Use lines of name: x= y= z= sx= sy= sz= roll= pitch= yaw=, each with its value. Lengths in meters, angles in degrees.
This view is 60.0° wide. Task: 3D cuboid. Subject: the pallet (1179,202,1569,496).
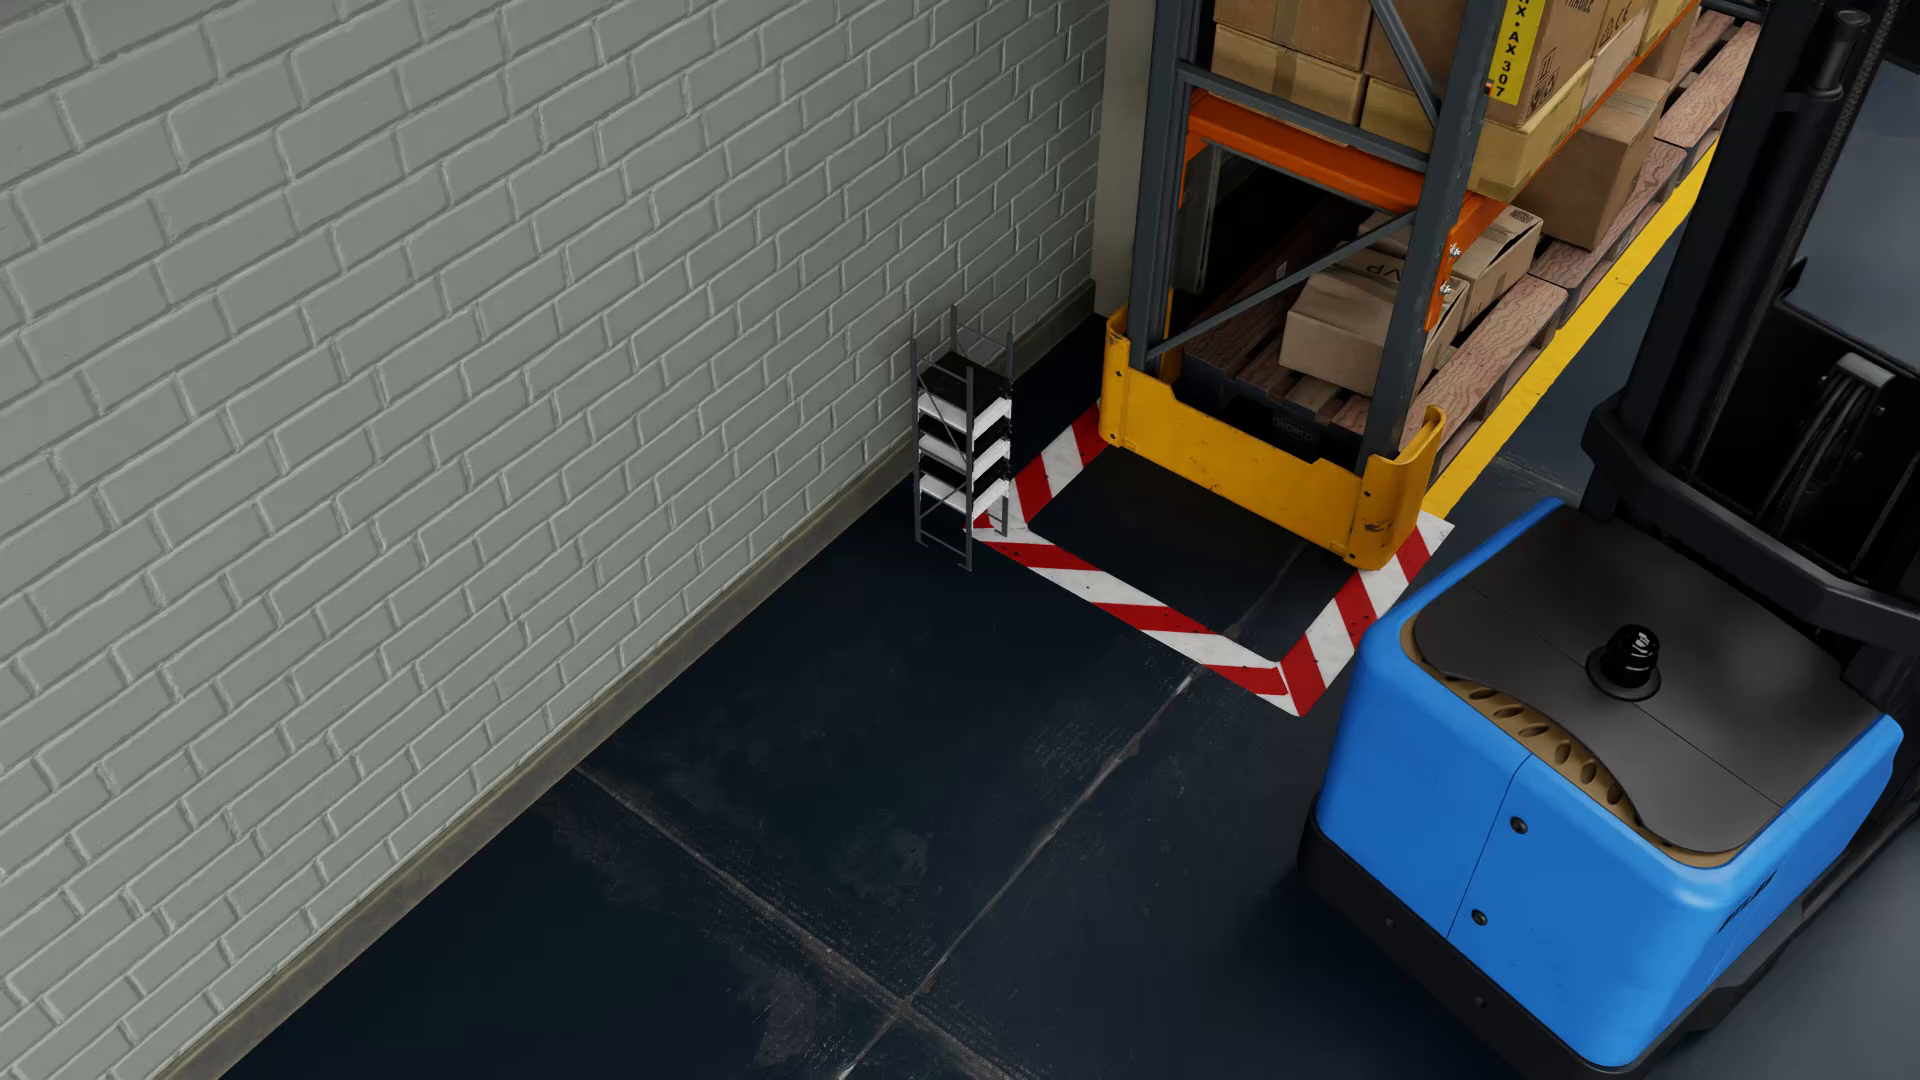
pallet: x=1.575 y=-0.754 z=6.325 sx=1.003 sy=0.211 sz=1.213 roll=29 pitch=53 yaw=25

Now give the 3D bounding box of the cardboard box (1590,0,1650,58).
cardboard box: x=1.843 y=-1.858 z=5.021 sx=0.500 sy=0.500 sz=0.500 roll=29 pitch=53 yaw=25

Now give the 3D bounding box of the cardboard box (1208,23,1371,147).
cardboard box: x=1.136 y=-1.533 z=5.230 sx=0.500 sy=0.250 sz=0.500 roll=30 pitch=53 yaw=25

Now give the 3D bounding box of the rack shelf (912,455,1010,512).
rack shelf: x=0.005 y=-0.230 z=5.518 sx=0.258 sy=0.077 sz=0.200 roll=29 pitch=53 yaw=25

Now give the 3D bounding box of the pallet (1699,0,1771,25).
pallet: x=3.924 y=-2.997 z=8.467 sx=1.003 sy=0.211 sz=1.213 roll=29 pitch=53 yaw=25

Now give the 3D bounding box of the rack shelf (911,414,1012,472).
rack shelf: x=0.005 y=-0.355 z=5.388 sx=0.258 sy=0.077 sz=0.200 roll=29 pitch=53 yaw=25

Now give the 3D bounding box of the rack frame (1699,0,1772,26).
rack frame: x=3.449 y=-3.514 z=7.032 sx=1.000 sy=3.000 sz=0.127 roll=29 pitch=53 yaw=25

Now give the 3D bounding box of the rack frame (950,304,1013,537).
rack frame: x=0.067 y=-0.374 z=5.484 sx=0.240 sy=0.900 sz=0.006 roll=29 pitch=53 yaw=25

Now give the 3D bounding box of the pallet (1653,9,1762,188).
pallet: x=3.066 y=-2.151 z=7.658 sx=1.003 sy=0.211 sz=1.213 roll=29 pitch=53 yaw=25

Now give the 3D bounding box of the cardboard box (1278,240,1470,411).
cardboard box: x=1.498 y=-0.804 z=5.999 sx=0.500 sy=0.311 sz=0.500 roll=24 pitch=51 yaw=21

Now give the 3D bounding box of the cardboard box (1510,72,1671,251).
cardboard box: x=2.334 y=-1.593 z=6.622 sx=0.700 sy=0.500 sz=0.500 roll=26 pitch=52 yaw=23

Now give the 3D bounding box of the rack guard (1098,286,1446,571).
rack guard: x=1.050 y=-0.405 z=5.791 sx=1.175 sy=0.500 sz=0.348 roll=29 pitch=53 yaw=25

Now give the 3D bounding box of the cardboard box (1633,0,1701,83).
cardboard box: x=2.846 y=-2.191 z=7.193 sx=0.500 sy=0.500 sz=0.500 roll=25 pitch=51 yaw=22

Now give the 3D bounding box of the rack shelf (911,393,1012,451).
rack shelf: x=0.005 y=-0.417 z=5.323 sx=0.258 sy=0.077 sz=0.200 roll=29 pitch=53 yaw=25

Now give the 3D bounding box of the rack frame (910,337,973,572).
rack frame: x=-0.057 y=-0.257 z=5.373 sx=0.240 sy=0.900 sz=0.006 roll=29 pitch=53 yaw=25

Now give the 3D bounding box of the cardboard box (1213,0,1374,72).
cardboard box: x=1.123 y=-1.803 z=4.969 sx=0.500 sy=0.500 sz=0.500 roll=29 pitch=53 yaw=25

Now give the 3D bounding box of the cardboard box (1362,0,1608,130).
cardboard box: x=1.533 y=-1.579 z=4.755 sx=0.500 sy=0.500 sz=0.500 roll=29 pitch=53 yaw=25

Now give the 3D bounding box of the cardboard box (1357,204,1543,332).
cardboard box: x=1.846 y=-1.130 z=6.311 sx=0.500 sy=0.311 sz=0.500 roll=34 pitch=55 yaw=28

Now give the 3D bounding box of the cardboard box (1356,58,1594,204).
cardboard box: x=1.553 y=-1.319 z=5.025 sx=0.500 sy=0.250 sz=0.500 roll=28 pitch=52 yaw=24

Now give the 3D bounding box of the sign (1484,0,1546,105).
sign: x=1.433 y=-1.284 z=4.304 sx=0.100 sy=0.325 sz=0.005 roll=29 pitch=53 yaw=25

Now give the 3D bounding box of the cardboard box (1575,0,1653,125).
cardboard box: x=1.859 y=-1.622 z=5.315 sx=0.500 sy=0.250 sz=0.500 roll=28 pitch=52 yaw=24

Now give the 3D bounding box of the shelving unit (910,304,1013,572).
shelving unit: x=0.005 y=-0.315 z=5.429 sx=0.258 sy=0.900 sz=0.210 roll=29 pitch=53 yaw=25

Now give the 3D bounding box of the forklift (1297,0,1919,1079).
forklift: x=2.424 y=-0.449 z=4.152 sx=3.031 sy=2.935 sz=1.130 roll=-31 pitch=54 yaw=-26

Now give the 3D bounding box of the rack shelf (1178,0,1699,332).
rack shelf: x=2.226 y=-2.121 z=6.199 sx=1.077 sy=0.370 sz=4.000 roll=29 pitch=53 yaw=25

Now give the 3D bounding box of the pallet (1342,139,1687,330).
pallet: x=2.321 y=-1.449 z=6.989 sx=1.003 sy=0.211 sz=1.213 roll=29 pitch=53 yaw=25

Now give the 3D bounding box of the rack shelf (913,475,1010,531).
rack shelf: x=0.005 y=-0.168 z=5.583 sx=0.258 sy=0.077 sz=0.200 roll=29 pitch=53 yaw=25

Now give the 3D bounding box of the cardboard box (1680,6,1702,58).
cardboard box: x=3.146 y=-2.368 z=7.592 sx=0.380 sy=0.166 sz=0.250 roll=23 pitch=50 yaw=20

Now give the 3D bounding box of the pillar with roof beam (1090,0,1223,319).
pillar with roof beam: x=4.154 y=-2.177 z=1.606 sx=9.100 sy=9.000 sz=0.400 roll=29 pitch=53 yaw=25

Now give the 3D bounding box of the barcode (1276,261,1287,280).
barcode: x=1.192 y=-0.994 z=6.174 sx=0.001 sy=0.075 sz=0.075 roll=29 pitch=53 yaw=25

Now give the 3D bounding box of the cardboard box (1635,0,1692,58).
cardboard box: x=2.175 y=-1.911 z=5.591 sx=0.500 sy=0.250 sz=0.500 roll=28 pitch=53 yaw=24

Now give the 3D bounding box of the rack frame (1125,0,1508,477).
rack frame: x=1.003 y=-1.225 z=4.846 sx=1.000 sy=3.000 sz=0.127 roll=29 pitch=53 yaw=25

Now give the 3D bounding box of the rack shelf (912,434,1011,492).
rack shelf: x=0.005 y=-0.292 z=5.453 sx=0.258 sy=0.077 sz=0.200 roll=29 pitch=53 yaw=25

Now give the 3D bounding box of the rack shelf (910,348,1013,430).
rack shelf: x=0.005 y=-0.479 z=5.258 sx=0.258 sy=0.077 sz=0.200 roll=29 pitch=53 yaw=25
